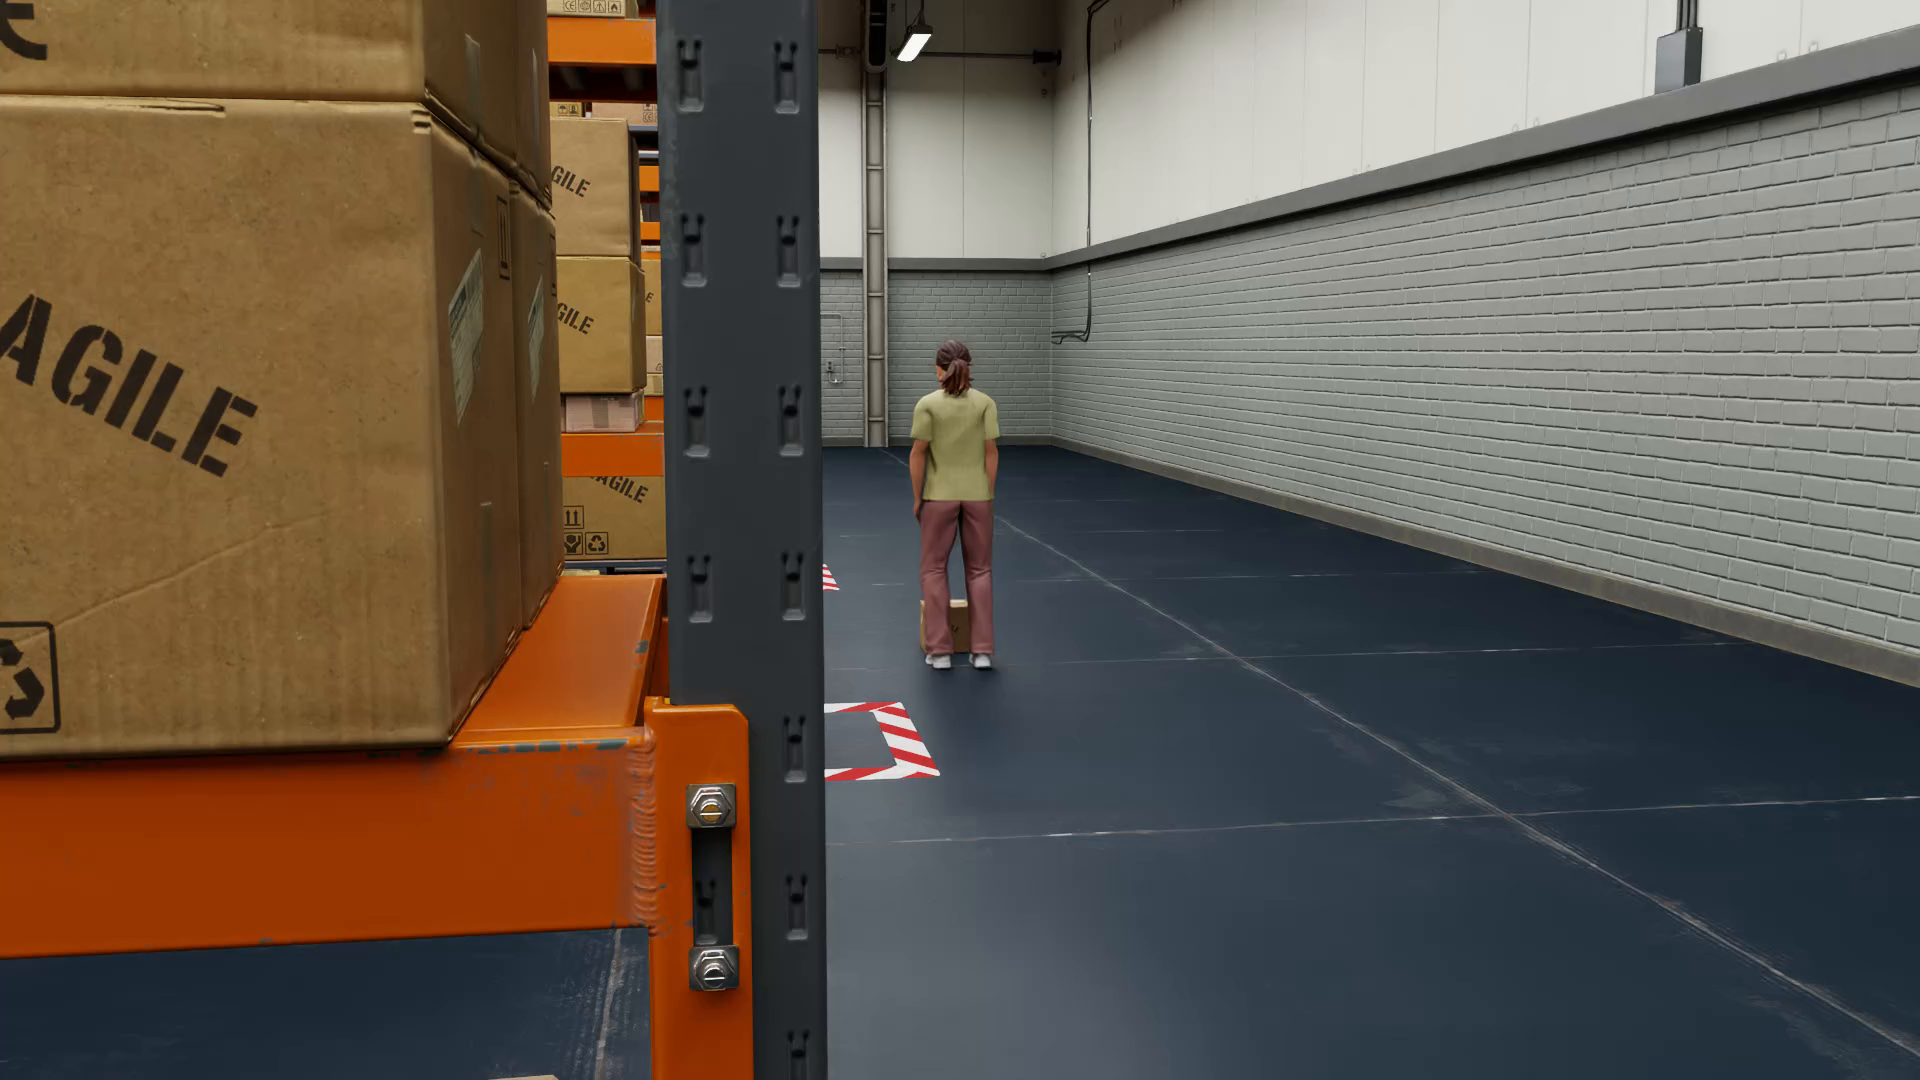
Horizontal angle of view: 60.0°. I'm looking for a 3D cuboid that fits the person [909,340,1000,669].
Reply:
[{"bbox_3d":[-0.030,-0.175,8.428,0.455,1.664,0.355,-1,7,-7],"label":"person"}]
